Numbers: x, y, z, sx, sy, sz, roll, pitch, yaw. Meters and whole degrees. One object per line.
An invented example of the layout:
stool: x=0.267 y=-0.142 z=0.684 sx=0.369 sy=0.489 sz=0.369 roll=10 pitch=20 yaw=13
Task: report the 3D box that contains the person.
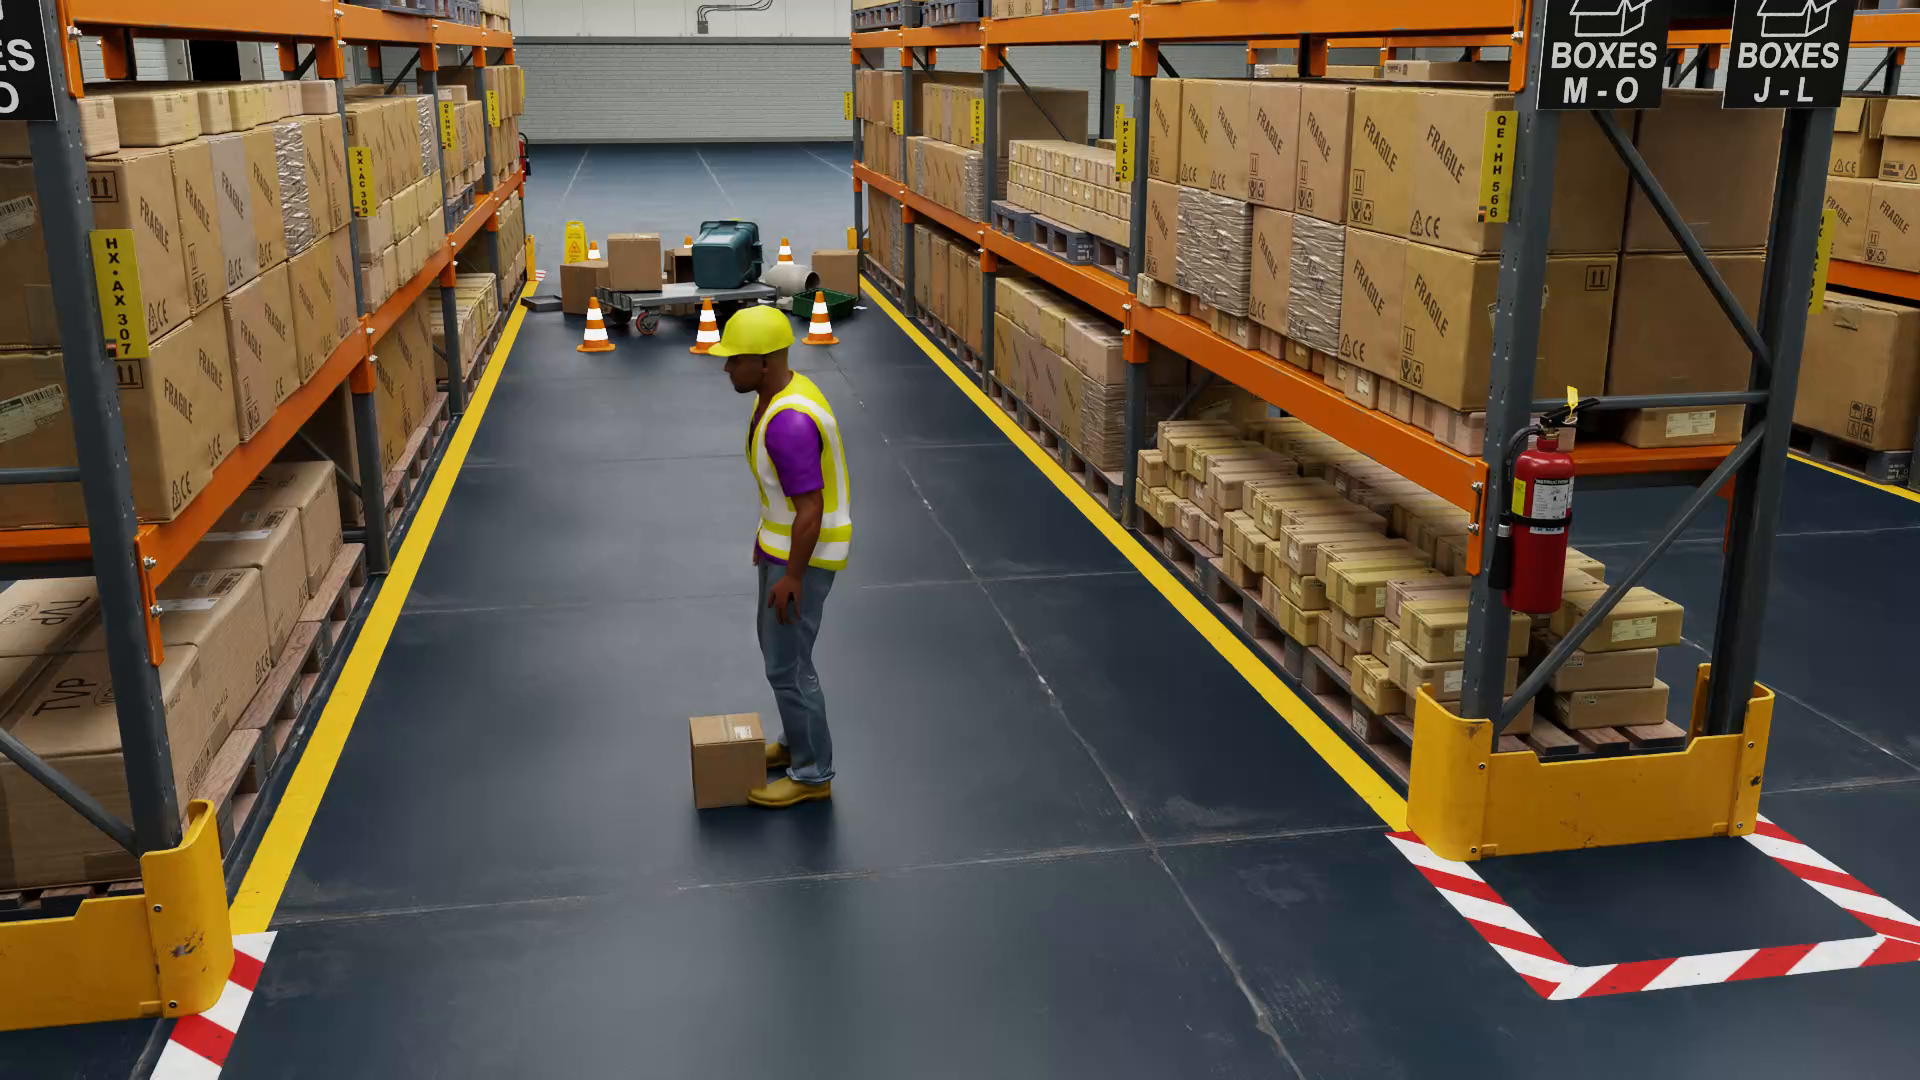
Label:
person: x=-0.618 y=0.054 z=5.819 sx=0.463 sy=1.760 sz=0.634 roll=-3 pitch=17 yaw=-11
